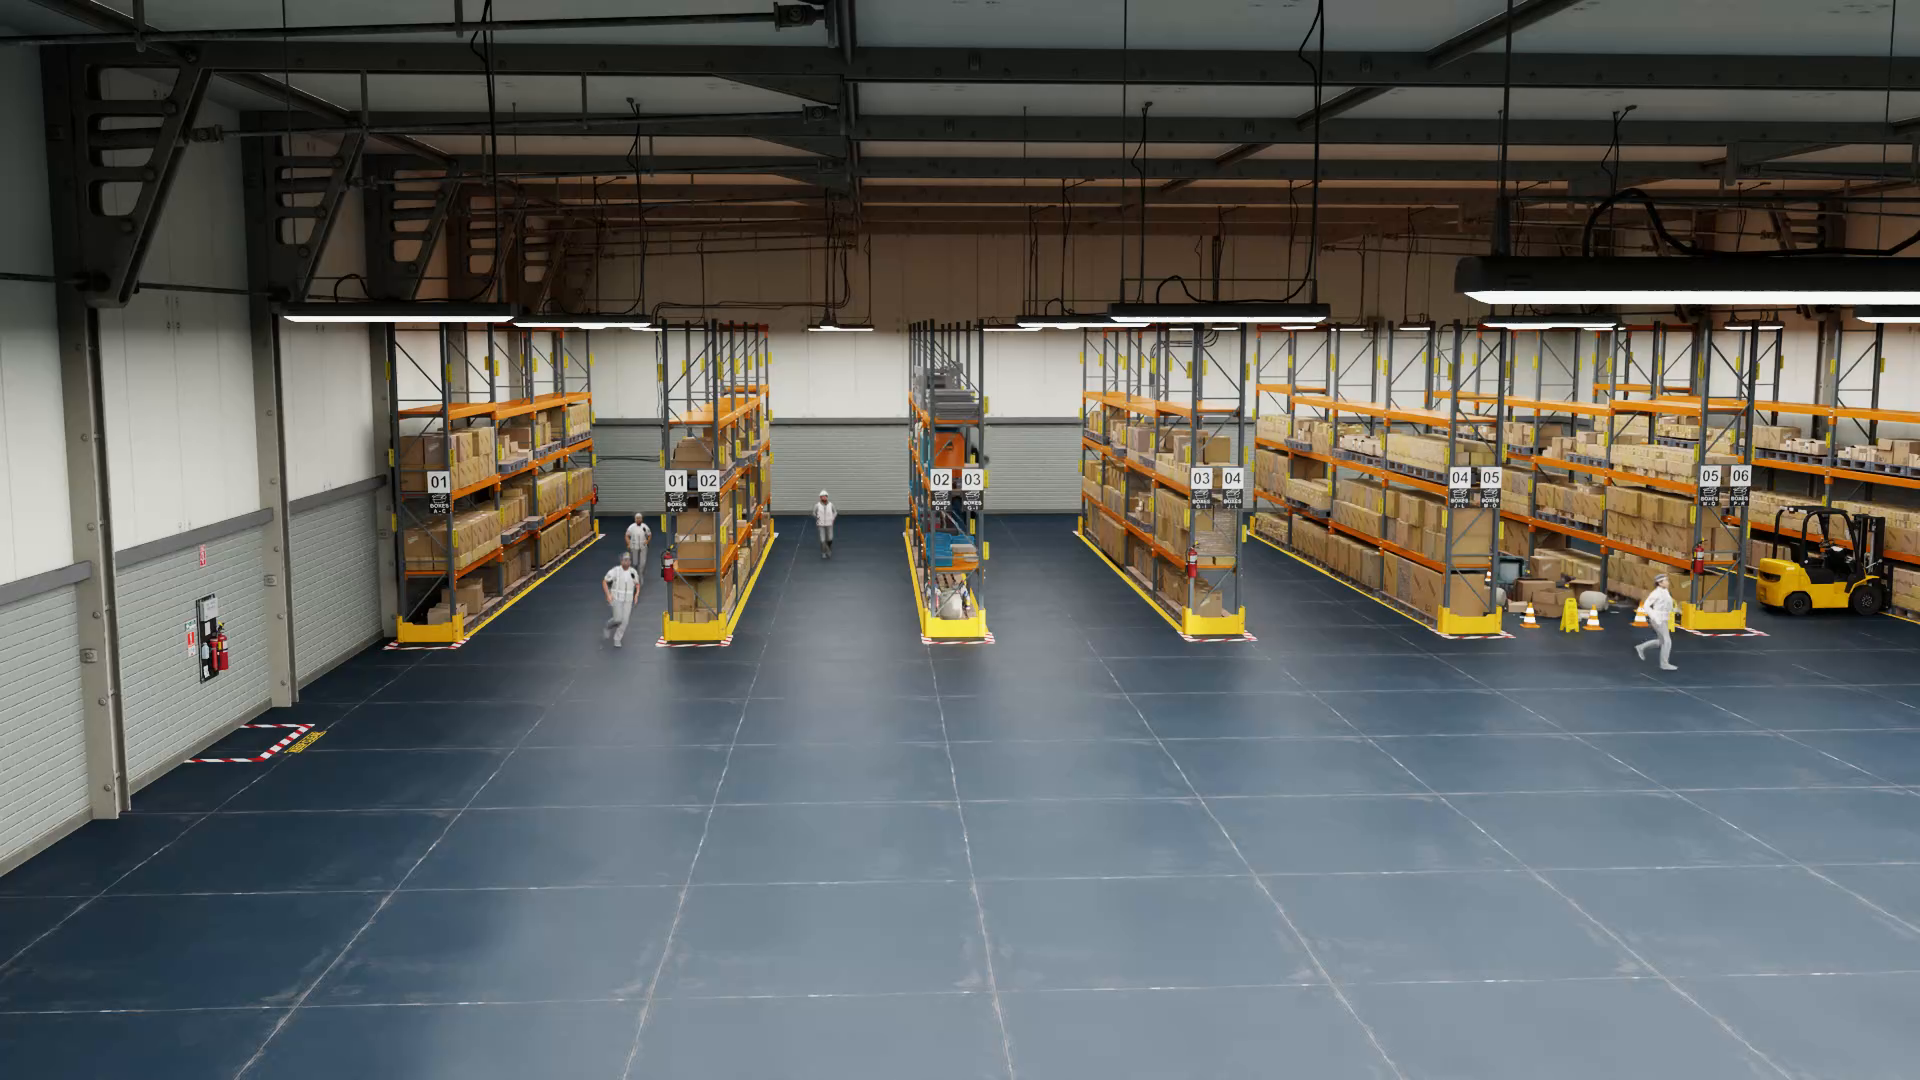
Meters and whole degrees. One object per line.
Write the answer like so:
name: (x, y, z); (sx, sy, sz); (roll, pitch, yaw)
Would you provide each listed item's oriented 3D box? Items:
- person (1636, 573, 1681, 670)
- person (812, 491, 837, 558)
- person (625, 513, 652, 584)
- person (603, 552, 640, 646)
person: (11.957, 1.375, 28.526); (0.743, 1.664, 0.605); (7, 10, 43)
person: (-3.442, -0.387, 42.467); (0.648, 1.726, 0.576); (-1, 7, -9)
person: (-7.396, 0.201, 38.321); (0.607, 1.625, 0.549); (-2, 7, -14)
person: (-6.233, 1.078, 30.806); (0.698, 1.710, 0.584); (-4, 8, -31)
